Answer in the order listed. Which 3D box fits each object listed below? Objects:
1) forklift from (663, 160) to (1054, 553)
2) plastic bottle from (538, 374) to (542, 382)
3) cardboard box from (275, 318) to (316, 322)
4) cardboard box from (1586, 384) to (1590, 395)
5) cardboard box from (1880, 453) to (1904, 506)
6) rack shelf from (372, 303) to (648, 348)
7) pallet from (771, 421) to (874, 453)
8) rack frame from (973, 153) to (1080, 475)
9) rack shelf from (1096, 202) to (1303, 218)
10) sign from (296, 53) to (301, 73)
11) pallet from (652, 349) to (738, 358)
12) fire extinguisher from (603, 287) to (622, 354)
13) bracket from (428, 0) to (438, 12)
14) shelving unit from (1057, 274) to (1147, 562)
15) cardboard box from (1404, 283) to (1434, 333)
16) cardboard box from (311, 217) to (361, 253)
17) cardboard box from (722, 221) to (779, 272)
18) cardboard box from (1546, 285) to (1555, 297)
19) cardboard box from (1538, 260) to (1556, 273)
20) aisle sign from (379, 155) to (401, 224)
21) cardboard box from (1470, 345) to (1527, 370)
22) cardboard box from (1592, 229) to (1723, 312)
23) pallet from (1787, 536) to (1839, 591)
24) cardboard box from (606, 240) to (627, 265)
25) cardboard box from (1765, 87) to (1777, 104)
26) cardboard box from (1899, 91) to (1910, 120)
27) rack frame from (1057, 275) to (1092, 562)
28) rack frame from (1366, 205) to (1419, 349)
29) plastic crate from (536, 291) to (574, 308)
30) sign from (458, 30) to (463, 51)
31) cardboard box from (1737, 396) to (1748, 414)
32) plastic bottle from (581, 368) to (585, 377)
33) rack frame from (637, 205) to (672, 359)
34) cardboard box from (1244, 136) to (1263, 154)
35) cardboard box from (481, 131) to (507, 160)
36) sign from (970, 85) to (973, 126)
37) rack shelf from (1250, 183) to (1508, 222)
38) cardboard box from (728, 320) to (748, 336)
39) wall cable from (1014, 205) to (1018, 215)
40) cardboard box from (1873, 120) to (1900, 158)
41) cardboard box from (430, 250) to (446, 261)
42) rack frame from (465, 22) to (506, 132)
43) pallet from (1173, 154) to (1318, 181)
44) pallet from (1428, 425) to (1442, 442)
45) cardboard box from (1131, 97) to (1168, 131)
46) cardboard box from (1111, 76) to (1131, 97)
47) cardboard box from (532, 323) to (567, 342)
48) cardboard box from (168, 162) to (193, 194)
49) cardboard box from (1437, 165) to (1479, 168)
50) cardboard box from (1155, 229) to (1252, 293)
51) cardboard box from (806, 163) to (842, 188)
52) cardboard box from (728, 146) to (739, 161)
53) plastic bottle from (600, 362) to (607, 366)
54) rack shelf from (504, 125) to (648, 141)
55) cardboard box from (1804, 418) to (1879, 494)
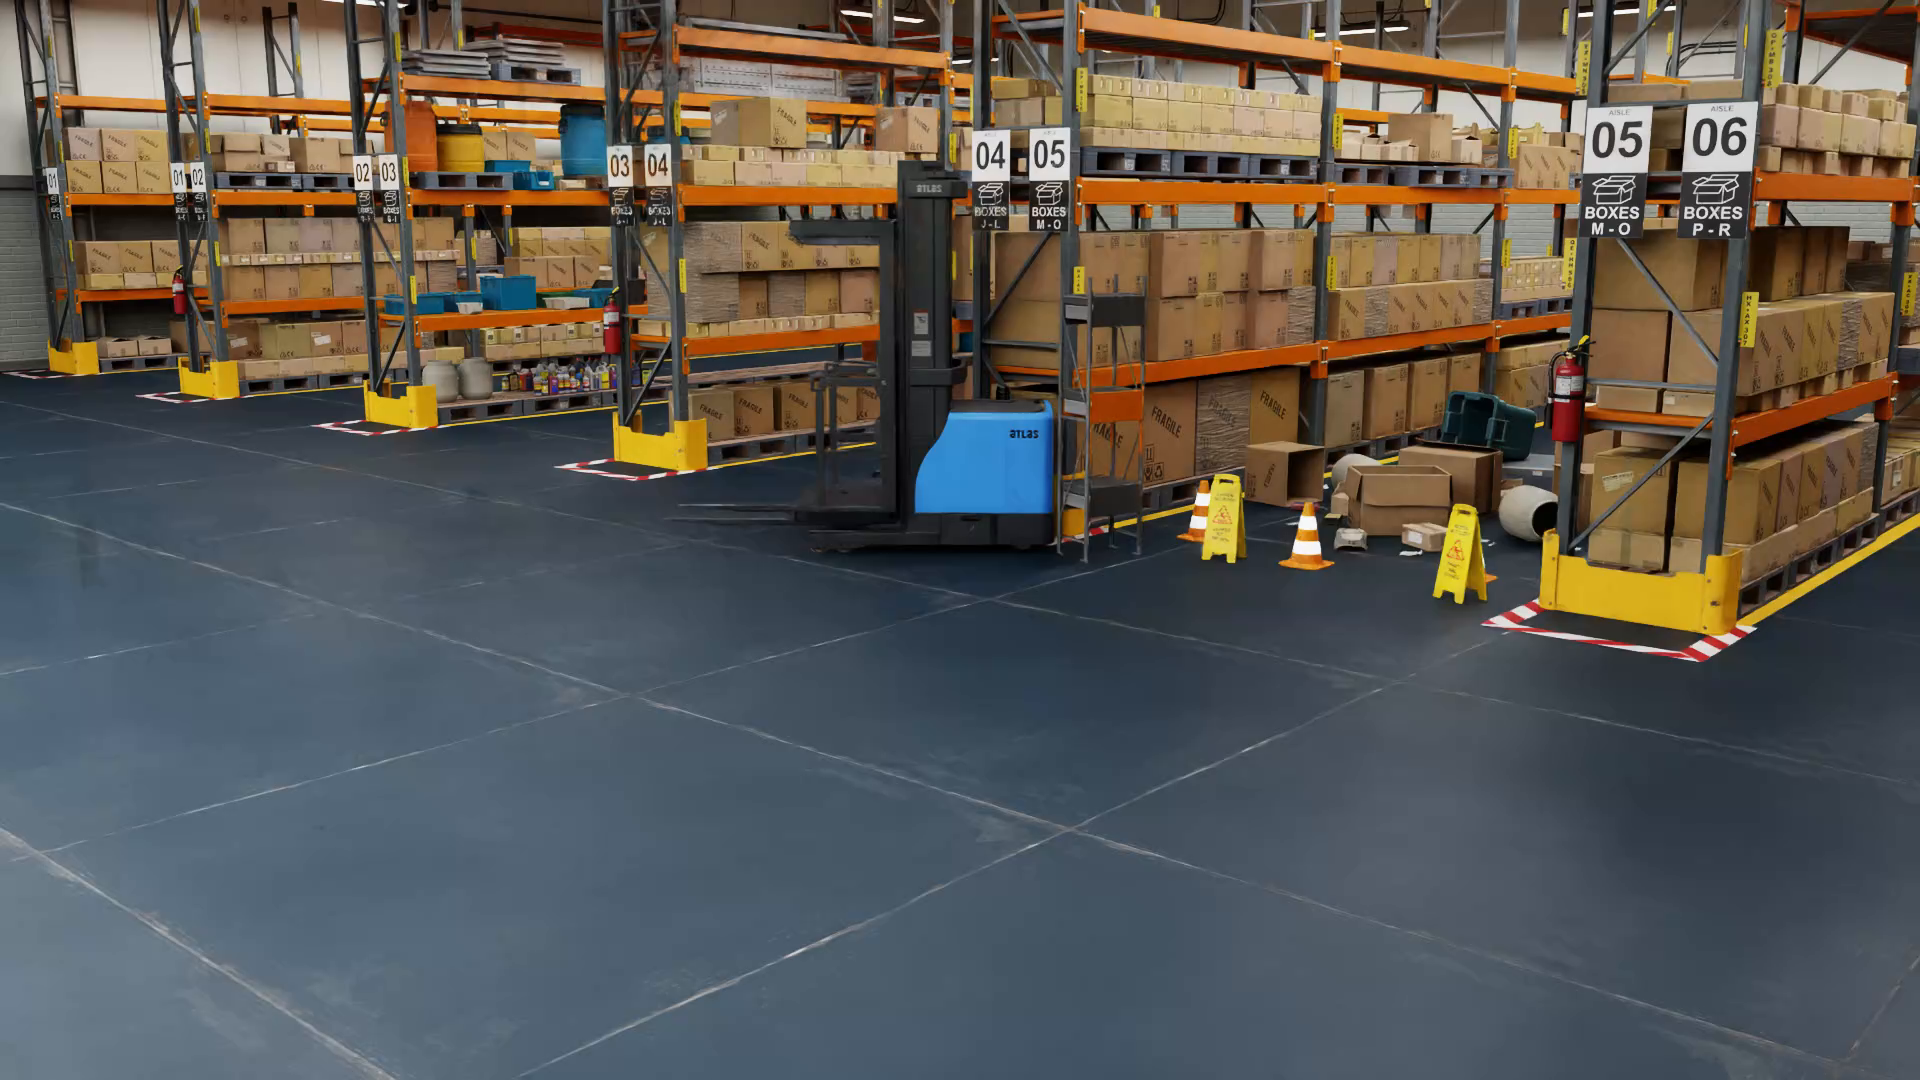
[{"bbox_3d":[-0.783,-1.441,12.941,3.031,2.935,1.130,0,11,1],"label":"forklift"},{"bbox_3d":[-5.592,-2.098,22.077,0.097,0.201,0.097,0,11,0],"label":"plastic bottle"},{"bbox_3d":[-9.798,-3.019,24.704,0.500,0.500,0.500,10,15,40],"label":"cardboard box"},{"bbox_3d":[7.803,-2.119,21.472,0.500,0.500,0.500,9,15,39],"label":"cardboard box"},{"bbox_3d":[7.290,-0.548,13.935,0.950,0.372,0.625,10,15,41],"label":"cardboard box"},{"bbox_3d":[-5.539,-2.828,21.550,1.077,0.370,4.000,10,15,40],"label":"rack shelf"},{"bbox_3d":[-1.720,-1.184,18.599,1.003,0.211,1.213,10,15,40],"label":"pallet"},{"bbox_3d":[0.520,-1.590,13.515,1.000,3.000,0.127,10,15,40],"label":"rack frame"},{"bbox_3d":[3.462,-4.836,23.943,1.077,0.370,4.000,10,15,40],"label":"rack shelf"},{"bbox_3d":[-11.265,-8.122,28.314,0.100,0.325,0.005,10,15,40],"label":"sign"},{"bbox_3d":[-4.776,-3.442,29.907,1.003,0.211,1.213,10,15,40],"label":"pallet"},{"bbox_3d":[-3.561,-2.251,17.021,0.296,0.674,0.183,10,15,40],"label":"fire extinguisher"},{"bbox_3d":[-9.988,-9.987,31.050,0.235,0.232,0.430,10,15,40],"label":"bracket"},{"bbox_3d":[1.060,-0.922,12.465,0.503,2.100,0.431,-6,13,-29],"label":"shelving unit"},{"bbox_3d":[4.710,-2.493,17.777,0.500,0.500,0.500,10,15,41],"label":"cardboard box"},{"bbox_3d":[-9.219,-4.514,24.585,0.700,0.500,0.500,10,15,40],"label":"cardboard box"},{"bbox_3d":[-2.236,-3.050,17.255,0.500,0.500,0.500,10,15,40],"label":"cardboard box"},{"bbox_3d":[7.122,-3.085,20.568,0.380,0.149,0.250,10,15,41],"label":"cardboard box"},{"bbox_3d":[7.118,-3.378,20.517,0.380,0.149,0.250,10,15,42],"label":"cardboard box"},{"bbox_3d":[-6.687,-4.113,19.509,0.394,0.787,0.004,10,15,40],"label":"aisle sign"},{"bbox_3d":[6.438,-2.185,19.889,0.500,0.250,0.500,9,14,38],"label":"cardboard box"},{"bbox_3d":[4.478,-1.754,10.766,0.700,0.500,0.500,9,15,39],"label":"cardboard box"},{"bbox_3d":[5.724,0.098,12.184,1.003,0.211,1.213,10,15,40],"label":"pallet"},{"bbox_3d":[-7.163,-5.888,33.968,0.500,0.500,0.500,10,15,40],"label":"cardboard box"},{"bbox_3d":[4.848,-2.769,10.363,0.380,0.149,0.250,10,15,40],"label":"cardboard box"},{"bbox_3d":[7.954,-3.511,13.507,0.500,0.250,0.500,9,15,39],"label":"cardboard box"},{"bbox_3d":[0.848,-0.898,12.347,0.015,2.100,0.400,-6,13,-29],"label":"rack frame"},{"bbox_3d":[7.423,-4.600,28.586,1.000,3.000,0.127,10,15,40],"label":"rack frame"},{"bbox_3d":[-5.327,-3.208,22.156,0.450,0.188,0.662,10,15,40],"label":"plastic crate"},{"bbox_3d":[-7.537,-7.518,25.090,0.100,0.325,0.005,10,15,40],"label":"sign"},{"bbox_3d":[4.841,-0.904,10.721,0.380,0.149,0.250,10,15,41],"label":"cardboard box"},{"bbox_3d":[-4.958,-2.141,22.086,0.061,0.283,0.133,10,15,40],"label":"plastic bottle"},{"bbox_3d":[-5.297,-4.705,29.108,1.000,3.000,0.127,10,15,40],"label":"rack frame"},{"bbox_3d":[2.490,-3.537,14.917,0.380,0.149,0.250,10,15,41],"label":"cardboard box"},{"bbox_3d":[-7.500,-6.173,26.197,0.500,0.500,0.500,10,15,41],"label":"cardboard box"},{"bbox_3d":[0.122,-3.529,13.503,0.100,0.325,0.005,10,15,40],"label":"sign"},{"bbox_3d":[4.481,-3.591,17.711,1.077,0.370,4.000,10,15,40],"label":"rack shelf"},{"bbox_3d":[-2.416,-2.203,17.226,0.380,0.149,0.250,10,15,40],"label":"cardboard box"},{"bbox_3d":[0.263,-8.727,41.856,3.097,2.526,0.112,10,15,40],"label":"wall cable"},{"bbox_3d":[6.524,-2.923,12.151,0.500,0.250,0.500,9,15,39],"label":"cardboard box"},{"bbox_3d":[-8.121,-4.380,25.568,0.380,0.149,0.250,9,15,39],"label":"cardboard box"},{"bbox_3d":[-9.020,-8.287,31.724,1.000,3.000,0.127,10,15,40],"label":"rack frame"},{"bbox_3d":[2.613,-3.487,15.580,1.003,0.211,1.213,10,15,40],"label":"pallet"},{"bbox_3d":[5.224,-1.294,19.149,1.003,0.211,1.213,10,15,40],"label":"pallet"},{"bbox_3d":[1.366,-3.501,13.720,0.500,0.250,0.500,10,15,40],"label":"cardboard box"},{"bbox_3d":[1.146,-3.629,13.340,0.380,0.149,0.250,10,15,41],"label":"cardboard box"},{"bbox_3d":[-6.802,-3.427,27.225,0.500,0.311,0.500,9,14,38],"label":"cardboard box"},{"bbox_3d":[-12.834,-5.947,27.364,0.500,0.500,0.500,11,16,44],"label":"cardboard box"},{"bbox_3d":[5.987,-4.404,19.689,0.500,0.500,0.500,10,15,40],"label":"cardboard box"},{"bbox_3d":[2.156,-2.574,15.302,0.875,0.550,0.550,10,15,40],"label":"cardboard box"},{"bbox_3d":[-1.621,-3.908,17.841,0.500,0.250,0.500,10,15,42],"label":"cardboard box"},{"bbox_3d":[-2.465,-3.929,16.929,0.380,0.149,0.250,9,15,39],"label":"cardboard box"},{"bbox_3d":[-4.951,-2.314,22.969,0.152,0.276,0.135,10,15,42],"label":"plastic bottle"},{"bbox_3d":[-7.700,-8.032,33.307,1.077,0.370,4.000,10,15,40],"label":"rack shelf"},{"bbox_3d":[6.757,-0.657,12.876,0.500,0.500,0.500,10,15,40],"label":"cardboard box"}]
